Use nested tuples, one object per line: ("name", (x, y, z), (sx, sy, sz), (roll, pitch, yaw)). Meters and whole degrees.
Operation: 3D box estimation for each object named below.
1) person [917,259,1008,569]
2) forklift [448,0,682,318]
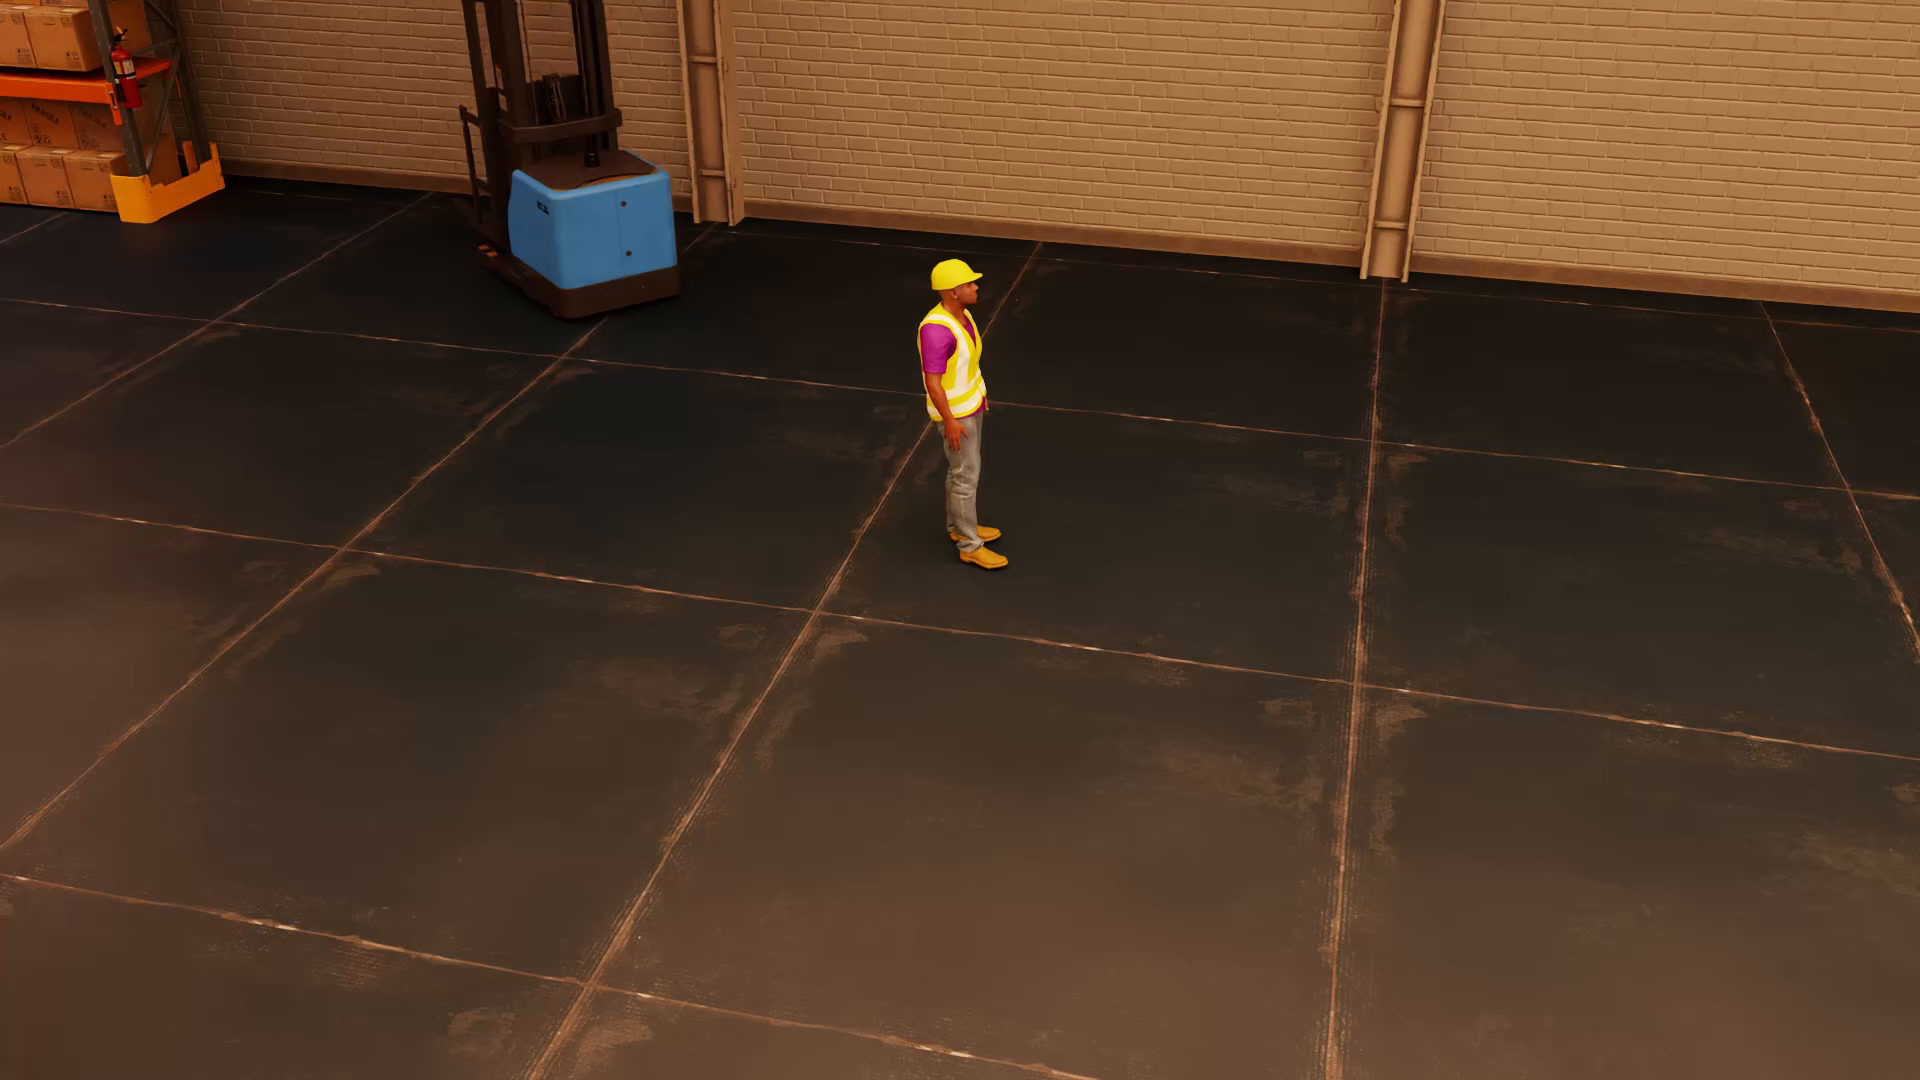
("person", (0.066, -0.764, 9.684), (0.577, 1.765, 0.665), (7, 30, 12))
("forklift", (-3.532, -3.691, 13.686), (1.130, 2.935, 3.031), (-19, 35, -30))
